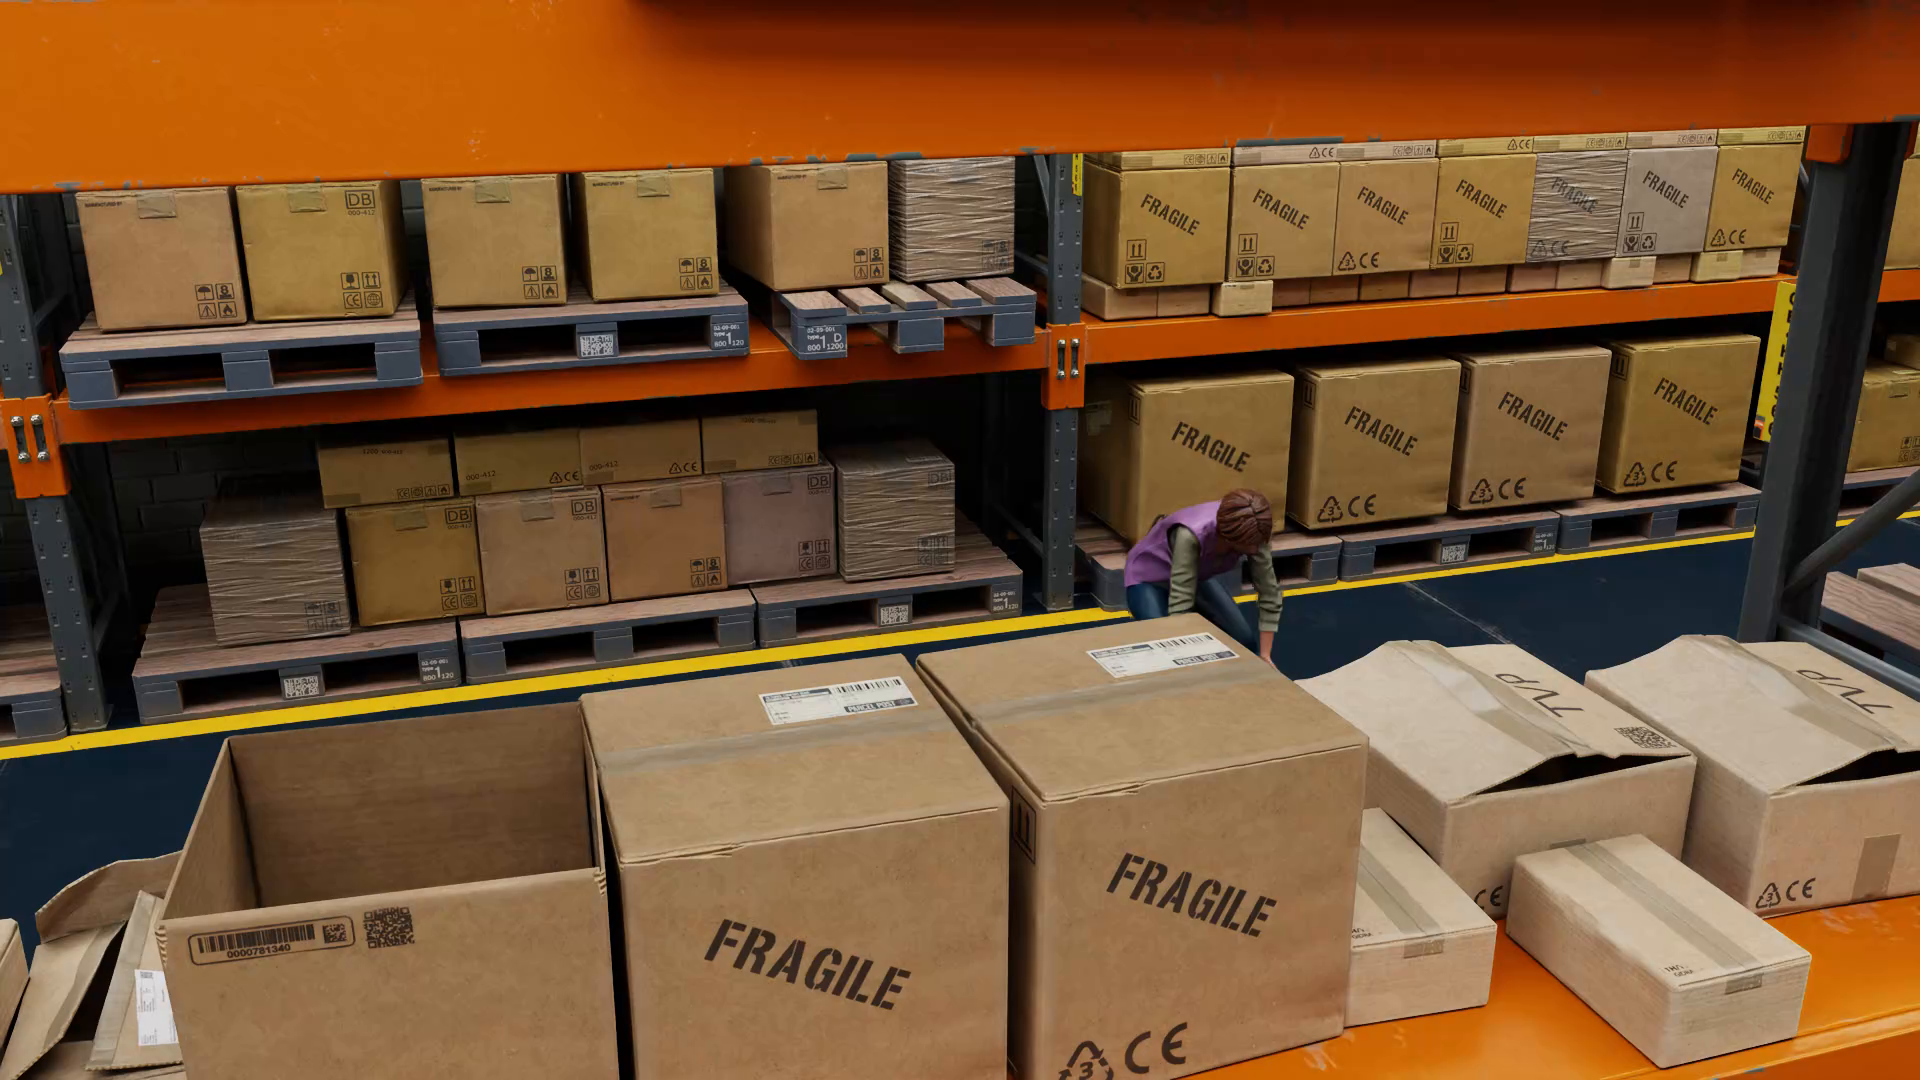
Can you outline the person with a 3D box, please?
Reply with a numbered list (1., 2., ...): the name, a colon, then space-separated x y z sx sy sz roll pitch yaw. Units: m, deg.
1. person: 0.897 0.252 6.159 0.461 1.075 0.754 -6 20 -17
